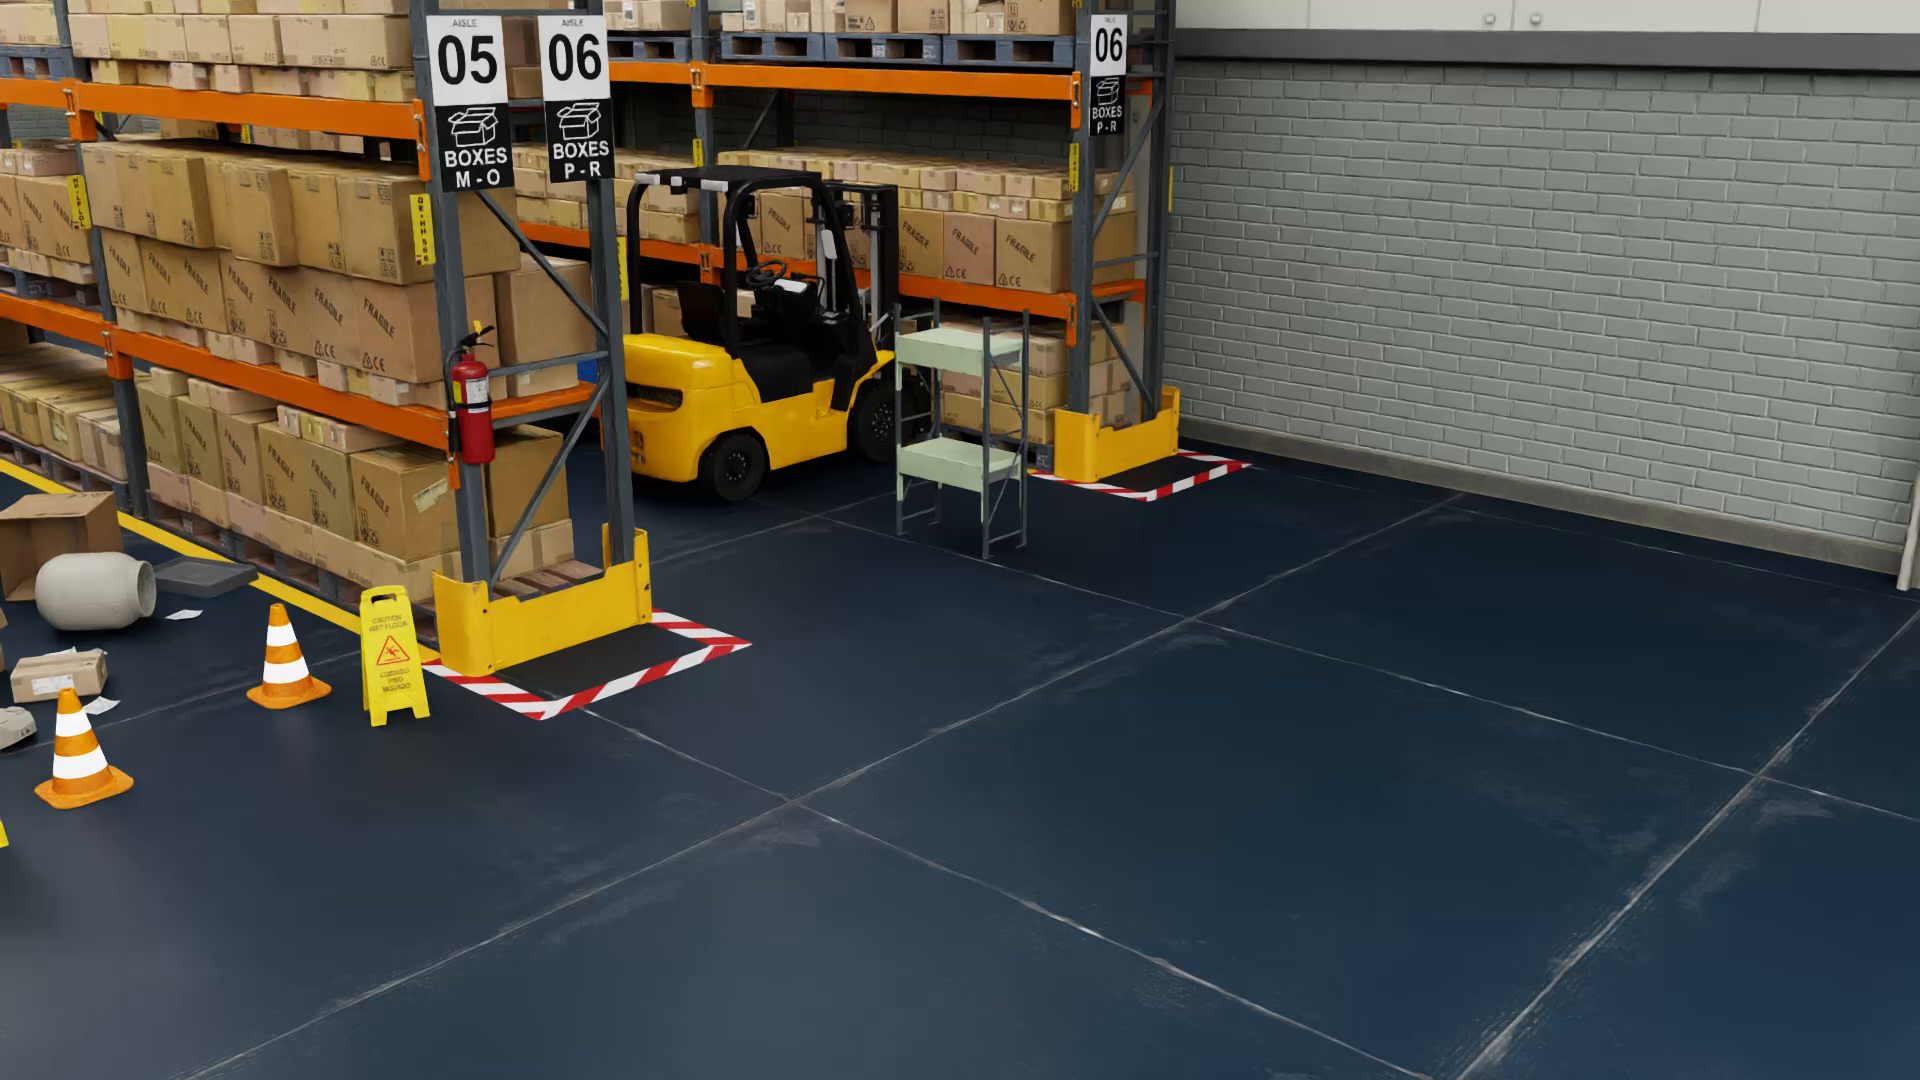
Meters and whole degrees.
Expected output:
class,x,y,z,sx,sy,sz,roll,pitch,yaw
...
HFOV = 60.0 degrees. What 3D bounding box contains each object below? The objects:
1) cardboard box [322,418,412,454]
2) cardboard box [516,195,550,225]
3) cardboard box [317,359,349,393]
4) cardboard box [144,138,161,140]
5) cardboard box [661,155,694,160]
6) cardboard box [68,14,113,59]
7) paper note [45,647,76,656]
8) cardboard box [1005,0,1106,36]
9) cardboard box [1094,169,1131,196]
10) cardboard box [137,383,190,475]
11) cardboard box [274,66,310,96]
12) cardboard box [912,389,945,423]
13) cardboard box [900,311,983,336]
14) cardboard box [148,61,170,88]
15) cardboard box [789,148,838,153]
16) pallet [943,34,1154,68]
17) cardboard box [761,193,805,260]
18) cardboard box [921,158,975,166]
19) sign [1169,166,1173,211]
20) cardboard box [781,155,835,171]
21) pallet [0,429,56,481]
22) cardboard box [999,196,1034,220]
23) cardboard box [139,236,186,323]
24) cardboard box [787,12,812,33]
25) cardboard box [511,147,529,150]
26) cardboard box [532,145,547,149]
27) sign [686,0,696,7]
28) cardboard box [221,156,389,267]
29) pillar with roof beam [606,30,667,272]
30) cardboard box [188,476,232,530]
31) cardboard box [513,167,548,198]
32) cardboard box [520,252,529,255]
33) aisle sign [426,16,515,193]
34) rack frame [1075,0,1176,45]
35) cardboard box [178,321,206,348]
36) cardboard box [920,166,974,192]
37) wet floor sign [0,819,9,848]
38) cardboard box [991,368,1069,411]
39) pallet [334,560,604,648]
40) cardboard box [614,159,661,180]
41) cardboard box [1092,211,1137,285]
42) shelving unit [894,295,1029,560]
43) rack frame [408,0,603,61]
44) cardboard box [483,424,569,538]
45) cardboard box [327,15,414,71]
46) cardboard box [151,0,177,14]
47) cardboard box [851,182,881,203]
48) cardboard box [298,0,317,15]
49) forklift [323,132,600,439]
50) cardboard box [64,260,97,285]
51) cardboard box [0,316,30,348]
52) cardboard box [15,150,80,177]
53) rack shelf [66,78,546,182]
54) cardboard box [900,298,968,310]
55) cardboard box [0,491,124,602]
class,x,y,z,sx,sy,sz,roll,pitch,yaw
cardboard box,-3.230,-0.594,9.064,0.250,0.149,0.380,16,24,41
cardboard box,-3.898,-3.188,15.945,0.500,0.250,0.500,14,22,38
cardboard box,-3.214,-0.911,8.940,0.250,0.149,0.380,16,23,40
cardboard box,-9.895,-4.930,20.943,0.500,0.250,0.500,14,23,38
cardboard box,-2.516,-3.443,15.264,0.250,0.149,0.380,15,23,39
cardboard box,-4.983,-3.030,9.999,0.500,0.250,0.500,14,23,38
paper note,-4.703,0.599,8.692,0.148,0.019,0.142,-9,20,-27
cardboard box,0.660,-3.760,11.518,0.500,0.500,0.500,16,24,41
cardboard box,1.044,-2.616,12.165,0.250,0.149,0.380,14,23,38
cardboard box,-4.869,-0.748,10.622,0.500,0.500,0.500,16,24,42
cardboard box,-3.338,-2.405,8.687,0.250,0.149,0.380,15,23,39
cardboard box,-0.142,-1.118,13.028,0.500,0.250,0.500,15,23,40
cardboard box,-0.168,-1.590,12.860,0.500,0.250,0.500,15,23,40
cardboard box,-4.482,-2.723,9.691,0.250,0.149,0.380,16,24,41
cardboard box,-1.239,-3.248,14.156,0.250,0.149,0.380,14,23,38
pallet,0.641,-3.537,11.984,1.213,0.211,1.003,15,23,39
cardboard box,-1.280,-2.603,13.690,0.500,0.500,0.500,16,23,40
cardboard box,-0.094,-2.933,13.164,0.250,0.149,0.380,15,23,40
sign,1.526,-2.576,12.208,0.005,0.325,0.100,15,23,39
cardboard box,-1.221,-3.016,13.426,0.250,0.149,0.380,16,23,40
pallet,-6.631,-0.752,12.634,1.213,0.211,1.003,15,23,39
cardboard box,0.497,-2.409,12.006,0.250,0.149,0.380,16,23,40
cardboard box,-4.596,-1.623,10.110,0.500,0.500,0.500,15,23,39
cardboard box,-1.130,-4.049,13.009,0.250,0.149,0.380,16,24,41
cardboard box,-4.378,-3.735,16.183,0.250,0.149,0.380,16,24,41
cardboard box,-4.030,-3.852,16.552,0.250,0.149,0.380,15,23,39
sign,-2.192,-4.506,13.517,0.005,0.325,0.100,15,23,39
cardboard box,-3.489,-1.779,8.949,0.500,0.500,0.700,15,23,39
pillar with roof beam,-6.115,-5.435,12.861,0.400,9.000,9.100,15,23,39
cardboard box,-4.462,-0.286,10.406,0.500,0.250,0.500,17,24,42
cardboard box,-3.908,-3.420,15.851,0.500,0.250,0.500,14,23,38
cardboard box,-2.699,-1.328,9.181,0.500,0.500,0.500,16,24,41
aisle sign,-2.285,-2.039,7.779,0.004,0.787,0.394,15,23,39
rack frame,1.153,-4.861,11.051,0.127,3.000,1.000,15,23,39
cardboard box,-4.504,-1.282,10.108,0.250,0.149,0.380,16,24,41
cardboard box,-0.079,-2.707,12.453,0.250,0.149,0.380,16,23,41
wet floor sign,-4.013,0.943,6.574,0.232,0.644,0.267,11,20,30
cardboard box,0.582,-1.156,12.321,0.500,0.250,0.500,15,23,39
pallet,-2.780,0.265,9.427,1.213,0.211,1.003,15,23,39
cardboard box,-2.879,-3.311,14.849,0.250,0.149,0.380,14,22,38
cardboard box,0.967,-2.211,12.455,0.500,0.500,0.500,16,24,41
shelving unit,0.005,-0.714,10.381,0.755,1.500,0.431,15,23,39
rack frame,-2.139,-3.737,7.510,0.127,3.000,1.000,15,23,39
cardboard box,-2.577,-0.354,9.379,0.500,0.500,0.500,14,22,37
cardboard box,-2.700,-2.419,8.074,0.500,0.250,0.500,15,23,39
cardboard box,-4.308,-3.036,9.357,0.250,0.149,0.380,14,22,37
cardboard box,-0.632,-2.723,12.995,0.250,0.149,0.380,14,23,38
cardboard box,-3.114,-2.739,8.421,0.250,0.149,0.380,15,23,40
forklift,-4.311,-2.369,13.230,3.031,2.935,1.130,13,22,35
cardboard box,-5.699,-1.802,11.052,0.250,0.149,0.380,15,23,40
cardboard box,-8.584,-1.829,14.233,0.875,0.875,0.875,15,23,39
cardboard box,-6.150,-2.556,11.285,0.250,0.149,0.380,14,22,38
rack shelf,-3.635,-2.366,9.338,4.000,0.370,1.077,15,23,39
cardboard box,-0.202,-1.814,13.566,0.500,0.250,0.500,14,23,38
cardboard box,-5.232,0.033,9.678,0.500,0.500,0.500,-3,18,-8
